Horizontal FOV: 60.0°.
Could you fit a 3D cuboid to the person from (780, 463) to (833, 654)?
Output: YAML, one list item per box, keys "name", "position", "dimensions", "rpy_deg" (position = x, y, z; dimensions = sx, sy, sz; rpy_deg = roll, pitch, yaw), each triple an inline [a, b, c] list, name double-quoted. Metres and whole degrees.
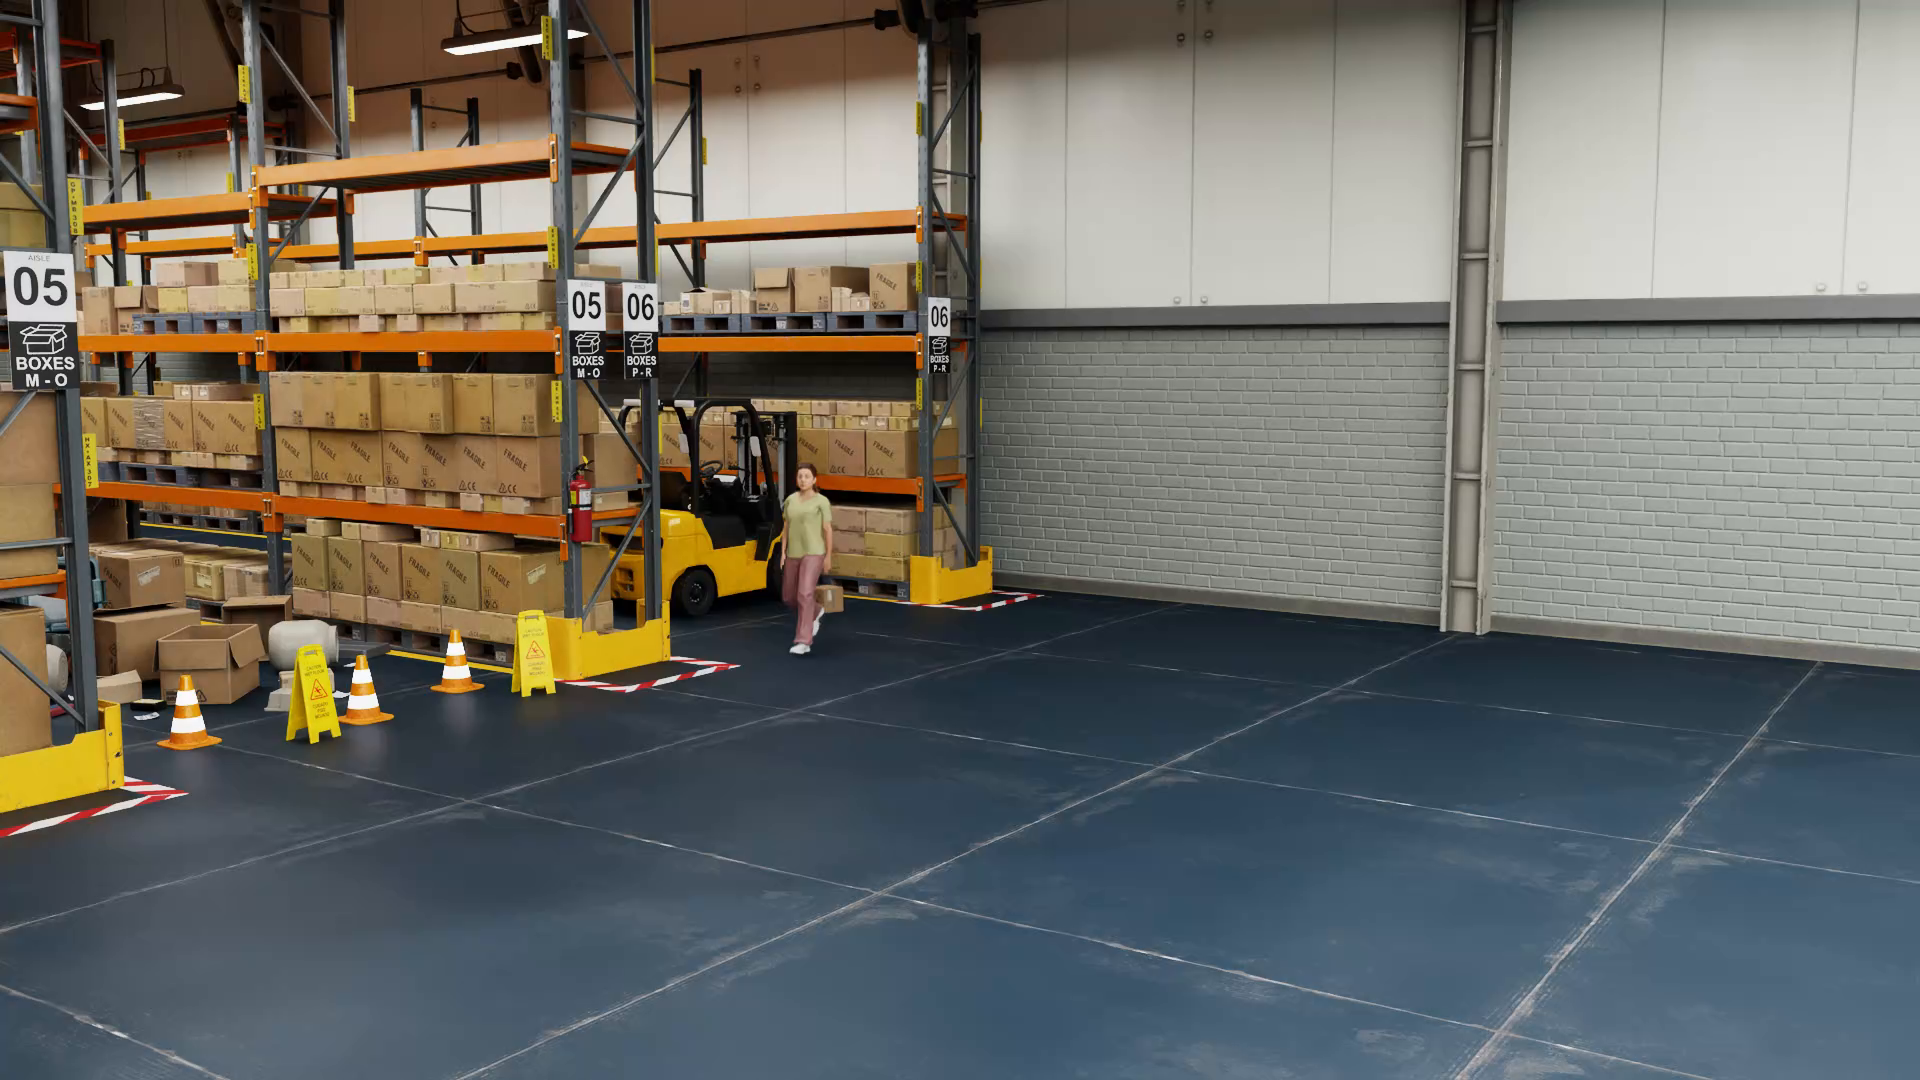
- name: "person"
  position: [-1.335, 0.139, 14.601]
  dimensions: [0.443, 1.644, 0.790]
  rpy_deg: [3, 7, 24]
